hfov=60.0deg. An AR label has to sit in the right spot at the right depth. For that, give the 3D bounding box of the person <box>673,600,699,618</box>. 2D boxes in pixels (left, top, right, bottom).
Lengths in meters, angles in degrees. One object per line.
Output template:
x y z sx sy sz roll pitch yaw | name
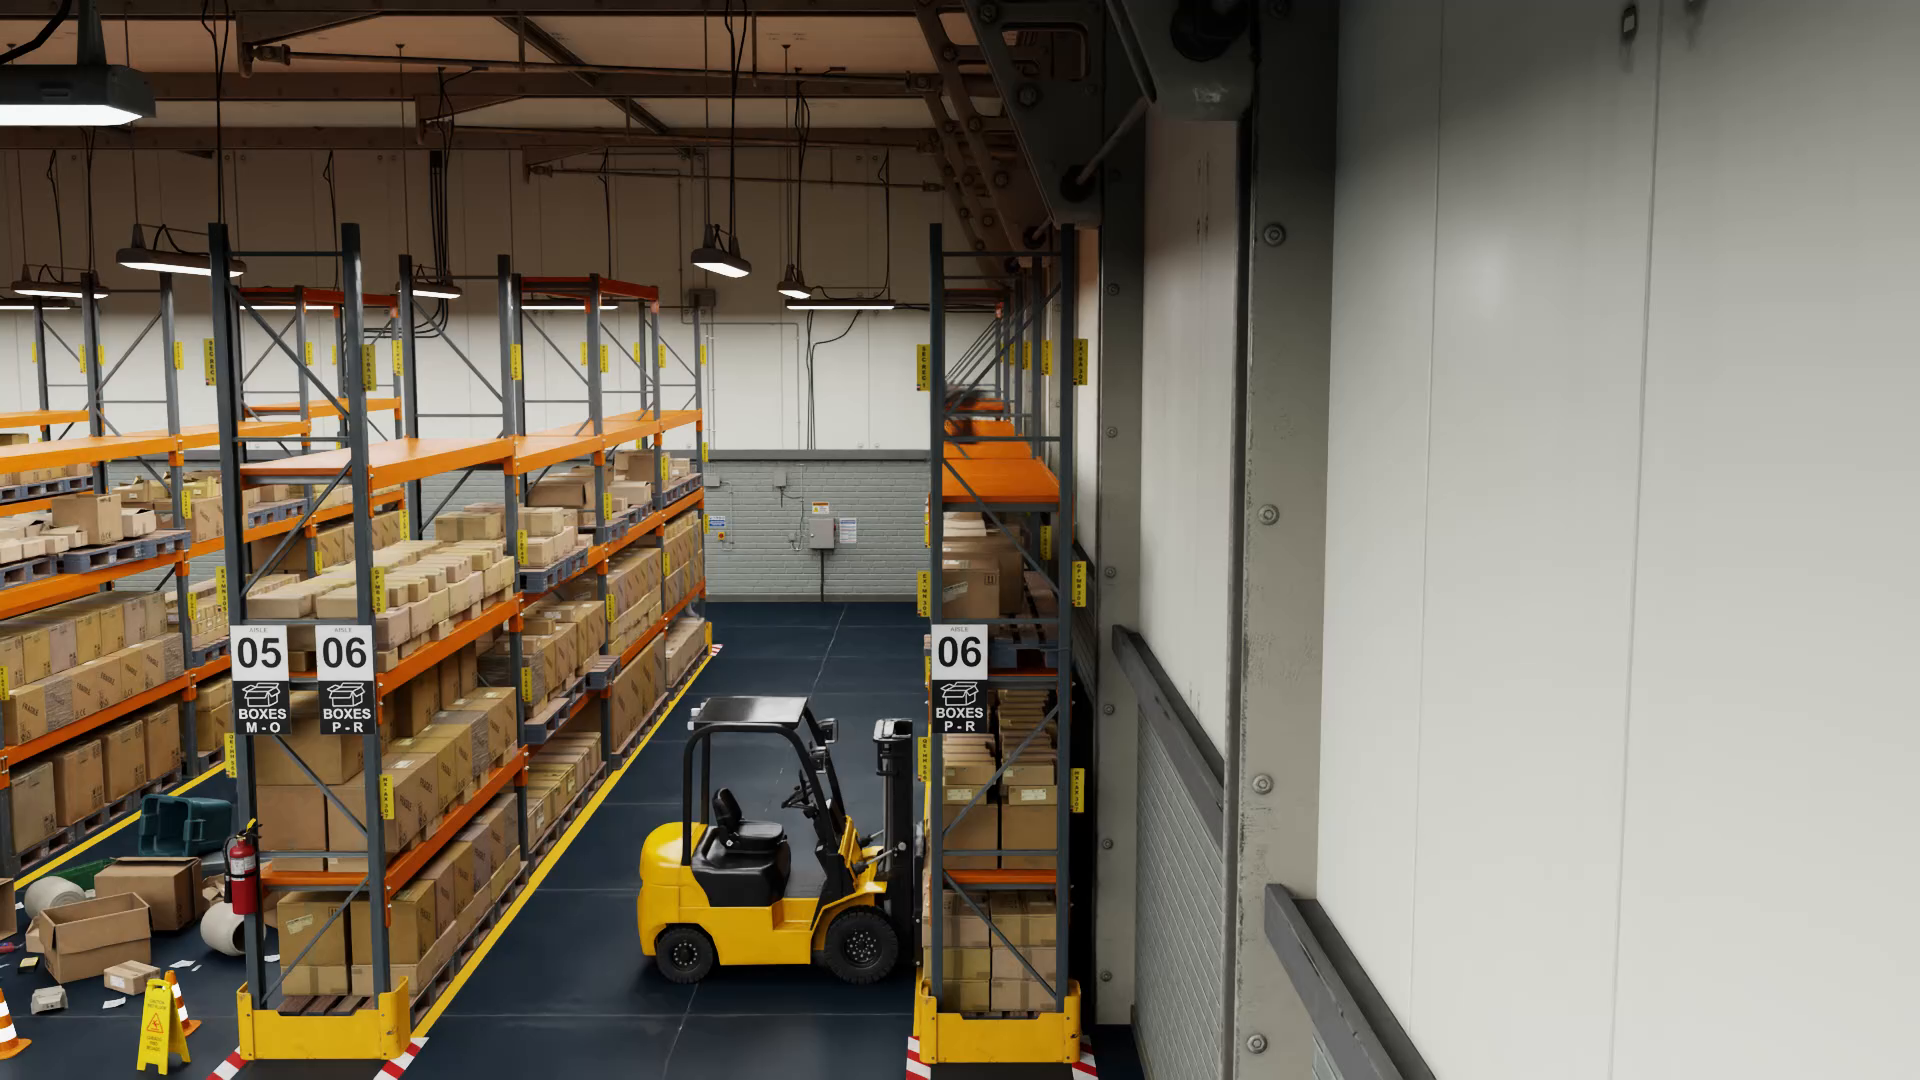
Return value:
-4.889 0.963 29.073 0.956 1.661 0.574 -1 7 -9 | person
